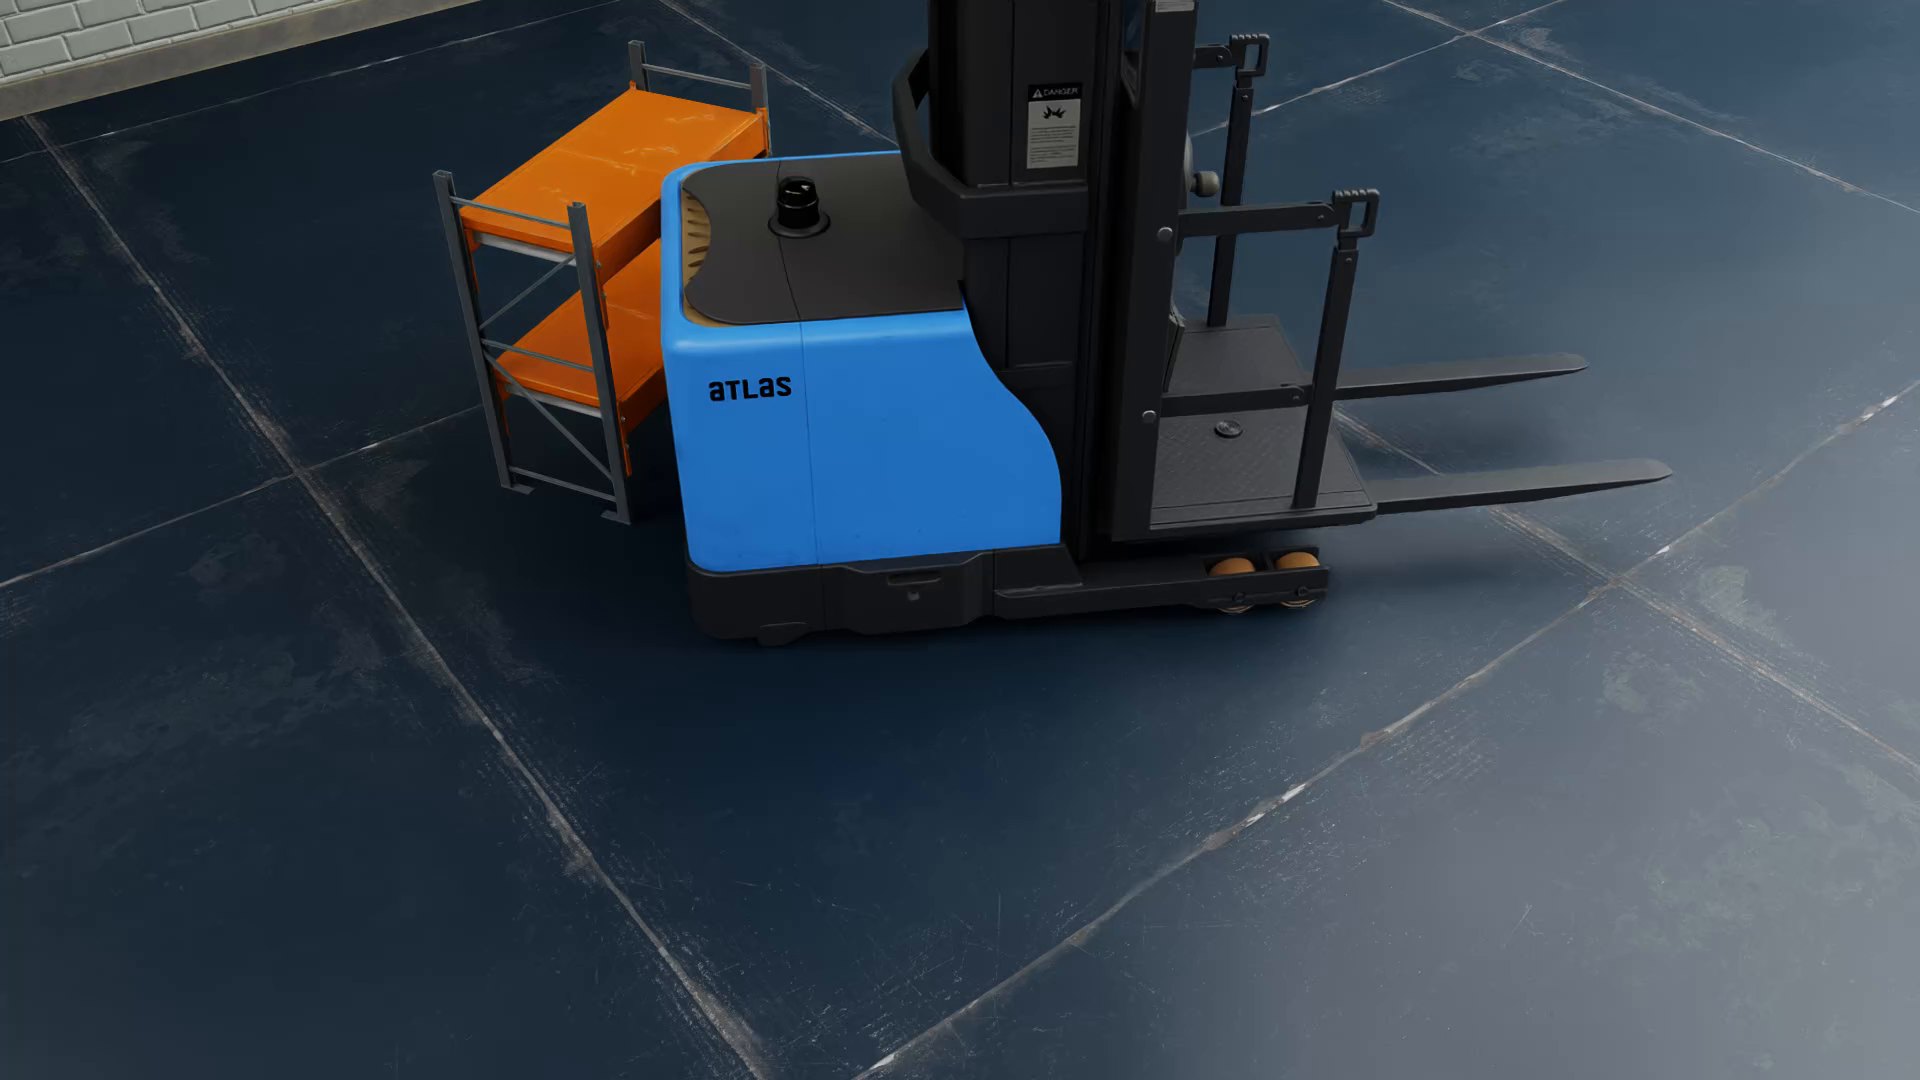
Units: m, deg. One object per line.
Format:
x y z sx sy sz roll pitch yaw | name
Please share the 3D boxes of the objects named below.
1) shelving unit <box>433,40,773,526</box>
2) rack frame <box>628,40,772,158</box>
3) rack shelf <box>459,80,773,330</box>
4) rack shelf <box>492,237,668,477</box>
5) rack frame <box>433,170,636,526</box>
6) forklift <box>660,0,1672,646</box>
-1.066 -0.849 5.398 0.538 1.125 1.048 16 42 18 | shelving unit
-0.858 -1.143 5.757 0.500 1.125 0.032 16 42 18 | rack frame
-1.066 -1.075 5.212 0.538 0.278 1.000 16 42 18 | rack shelf
-1.066 -0.660 5.553 0.538 0.278 1.000 16 42 18 | rack shelf
-1.273 -0.554 5.039 0.500 1.125 0.032 16 42 18 | rack frame
0.664 -1.244 4.455 3.031 2.935 1.130 -5 40 -6 | forklift
